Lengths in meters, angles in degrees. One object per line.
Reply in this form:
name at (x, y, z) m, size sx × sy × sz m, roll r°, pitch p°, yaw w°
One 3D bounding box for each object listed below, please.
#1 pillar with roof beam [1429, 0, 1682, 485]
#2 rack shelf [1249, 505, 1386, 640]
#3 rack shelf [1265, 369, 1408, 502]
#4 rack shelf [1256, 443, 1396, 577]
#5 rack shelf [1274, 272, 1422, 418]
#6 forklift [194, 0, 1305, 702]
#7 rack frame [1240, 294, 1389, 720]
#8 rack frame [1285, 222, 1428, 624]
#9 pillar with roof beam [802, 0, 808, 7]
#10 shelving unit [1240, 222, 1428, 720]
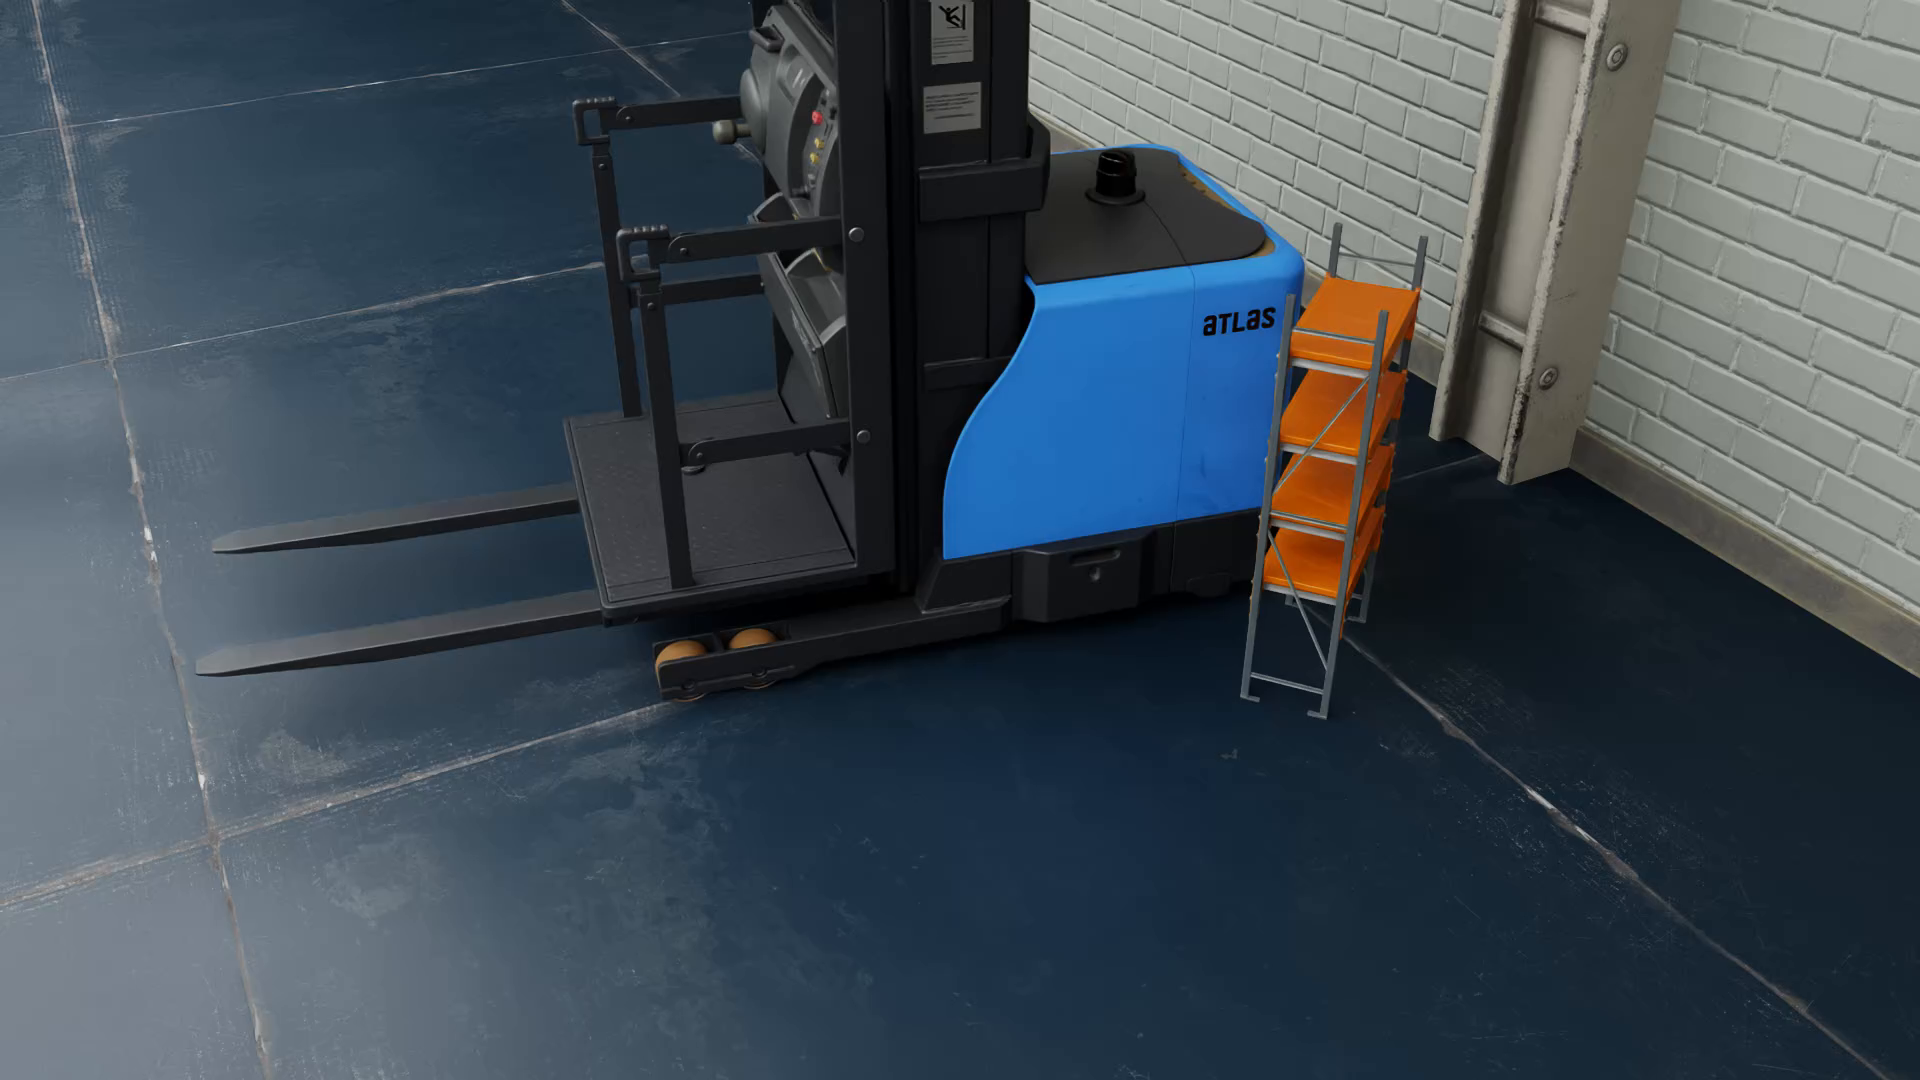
pillar with roof beam at (-1.942, -3.020, 1.622) m, size 9.100 × 9.000 × 0.400 m, roll -16°, pitch 36°, yaw -23°
rack shelf at (0.981, 0.055, 4.545) m, size 0.258 × 0.148 × 0.480 m, roll 13°, pitch 35°, yaw 20°
rack shelf at (0.981, -0.301, 4.317) m, size 0.258 × 0.148 × 0.480 m, roll 13°, pitch 35°, yaw 20°
rack shelf at (0.981, -0.112, 4.438) m, size 0.258 × 0.148 × 0.480 m, roll 13°, pitch 35°, yaw 20°
rack shelf at (0.981, -0.500, 4.190) m, size 0.258 × 0.148 × 0.480 m, roll 13°, pitch 35°, yaw 20°
forklift at (-0.626, -1.109, 4.264) m, size 3.031 × 2.935 × 1.130 m, roll -9°, pitch 34°, yaw -14°
rack frame at (0.883, -0.049, 4.213) m, size 0.240 × 1.200 × 0.015 m, roll 13°, pitch 35°, yaw 20°
rack frame at (1.079, -0.289, 4.590) m, size 0.240 × 1.200 × 0.015 m, roll 13°, pitch 35°, yaw 20°
pillar with roof beam at (-4.740, -5.883, 6.091) m, size 9.100 × 9.000 × 0.400 m, roll -16°, pitch 36°, yaw -23°
shelving unit at (0.981, -0.169, 4.402) m, size 0.258 × 1.200 × 0.503 m, roll 13°, pitch 35°, yaw 20°
